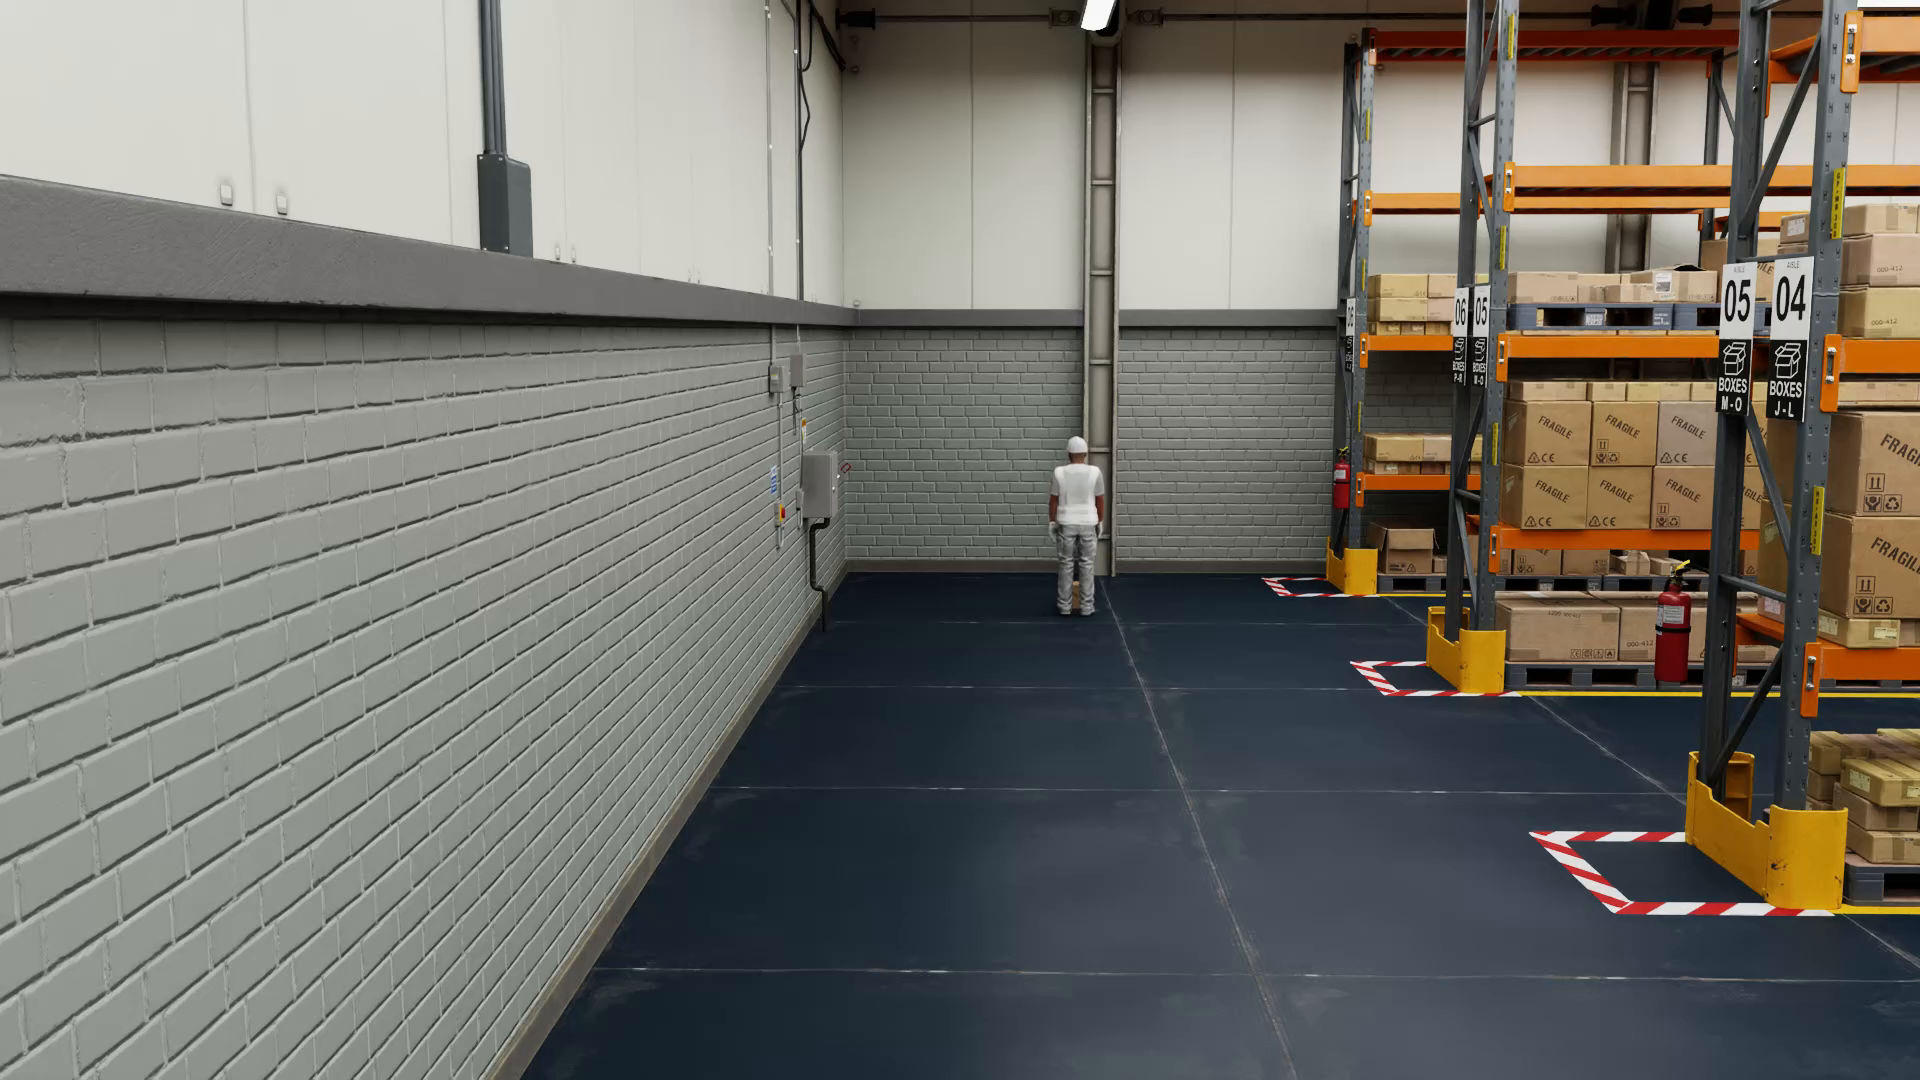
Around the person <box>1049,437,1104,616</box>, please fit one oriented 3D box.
[{"bbox_3d":[1.166,-0.146,16.702,0.554,1.787,0.360,0,7,1],"label":"person"}]
